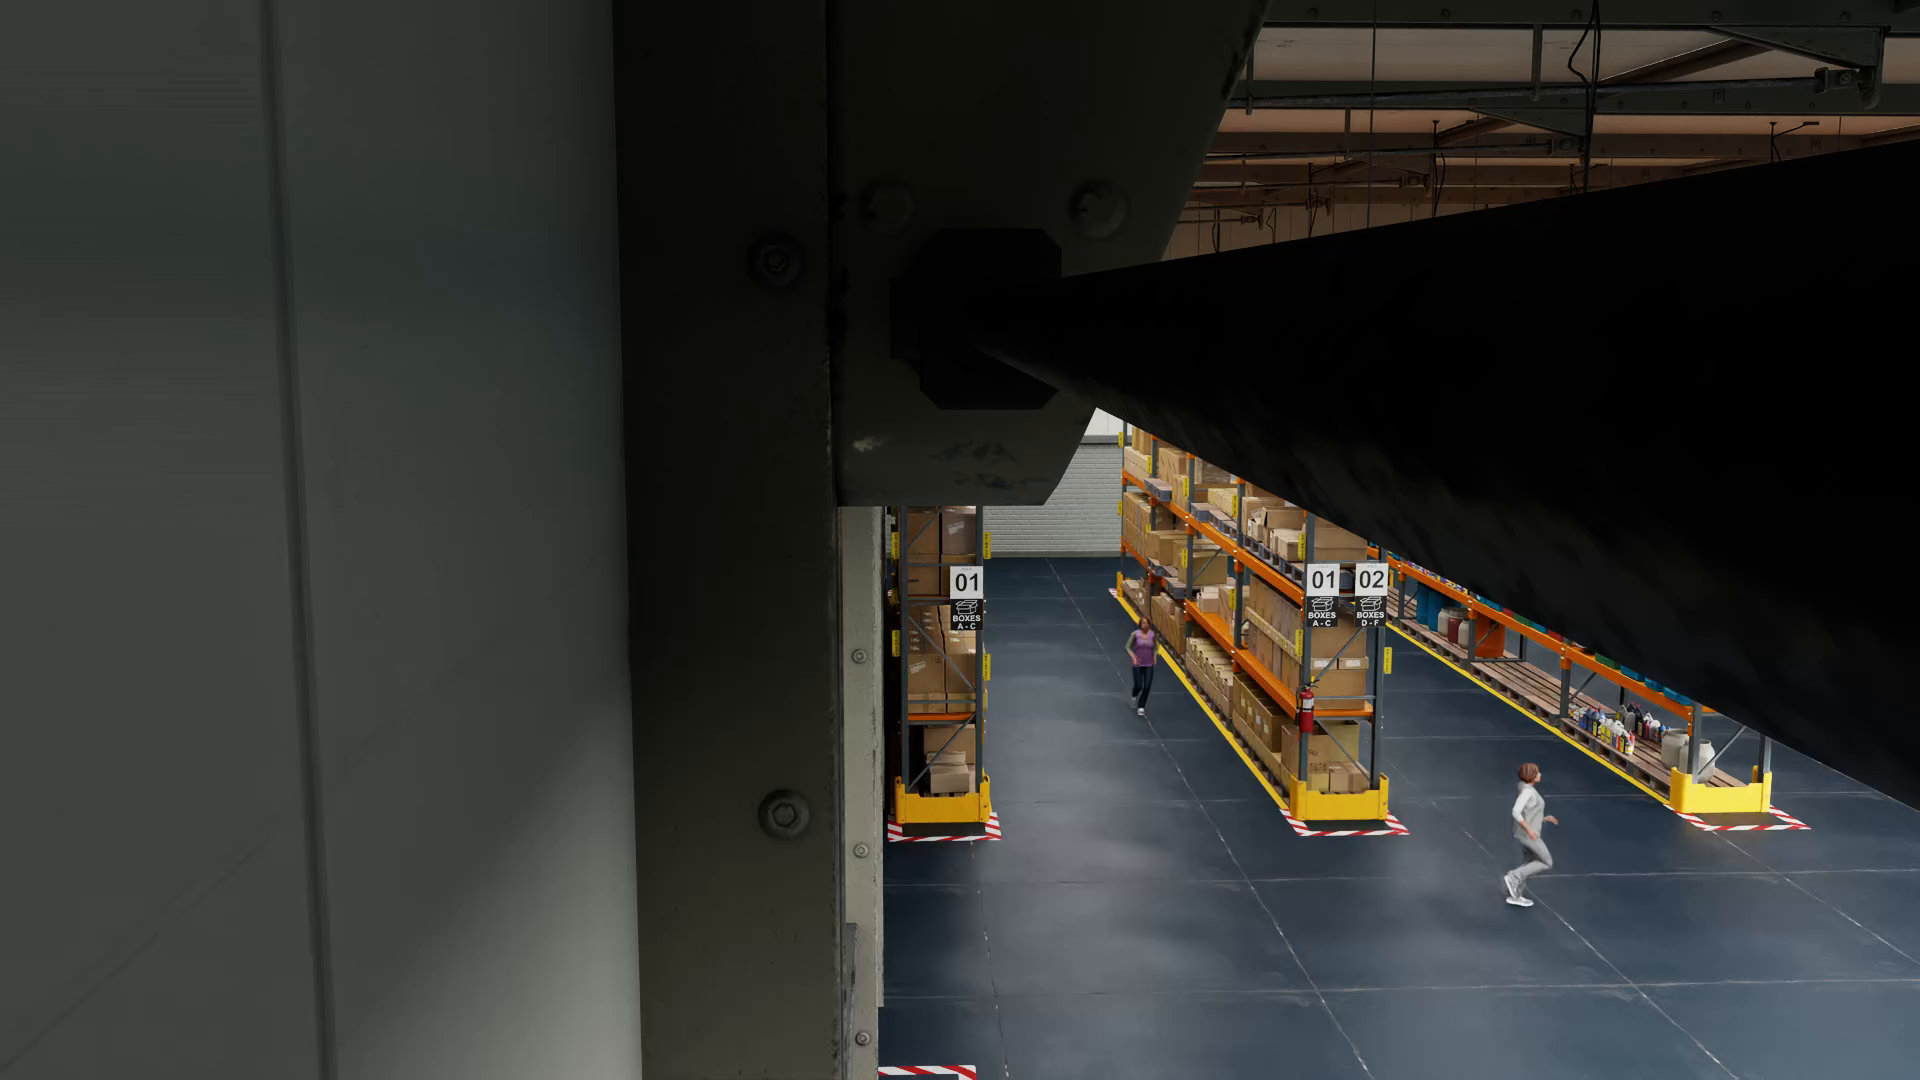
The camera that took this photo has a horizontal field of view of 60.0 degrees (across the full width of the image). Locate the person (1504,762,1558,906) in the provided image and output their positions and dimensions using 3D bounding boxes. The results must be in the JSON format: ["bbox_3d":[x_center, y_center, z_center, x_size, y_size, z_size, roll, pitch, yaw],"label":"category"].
[{"bbox_3d":[6.043,3.112,17.540,0.505,1.558,0.529,2,8,12],"label":"person"}]

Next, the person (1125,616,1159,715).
[{"bbox_3d":[2.838,1.945,25.818,0.523,1.554,0.531,-1,8,-7],"label":"person"}]
